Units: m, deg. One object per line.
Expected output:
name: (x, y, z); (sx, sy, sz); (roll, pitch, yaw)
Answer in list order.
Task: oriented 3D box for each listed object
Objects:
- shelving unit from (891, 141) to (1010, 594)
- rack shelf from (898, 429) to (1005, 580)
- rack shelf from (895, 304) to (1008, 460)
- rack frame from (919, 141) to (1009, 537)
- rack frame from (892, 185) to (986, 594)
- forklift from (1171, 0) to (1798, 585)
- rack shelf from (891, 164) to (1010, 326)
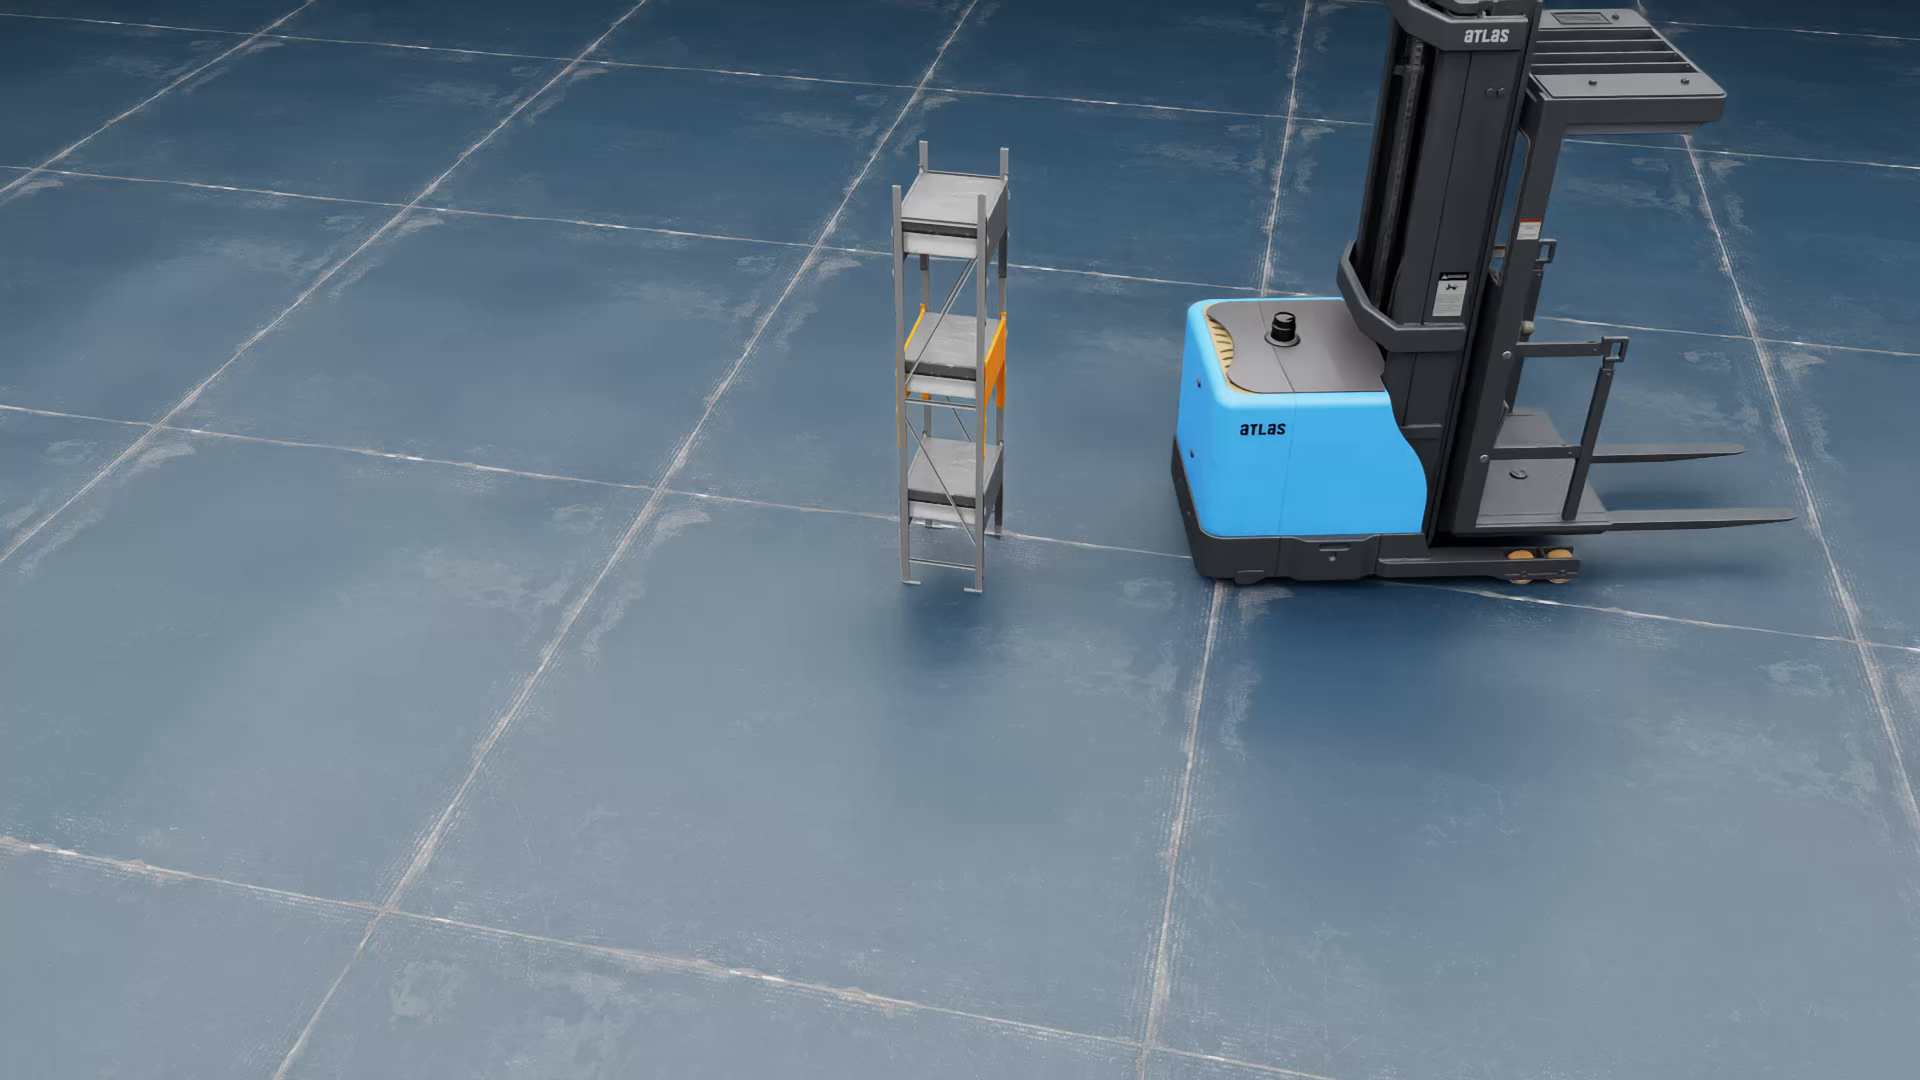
shelving unit: (-0.035, -0.755, 7.773); (0.431, 2.100, 0.503); (7, 37, 10)
rack shelf: (-0.035, -0.177, 8.192); (0.431, 0.518, 0.480); (7, 37, 10)
rack shelf: (-0.035, -0.744, 7.781); (0.431, 0.518, 0.480); (7, 37, 10)
rack frame: (0.017, -0.895, 7.966); (0.400, 2.100, 0.015); (7, 37, 10)
rack frame: (-0.087, -0.615, 7.580); (0.400, 2.100, 0.015); (7, 37, 10)
forklift: (2.659, -1.281, 7.790); (3.031, 2.935, 1.130); (-1, 36, -2)
rack shelf: (-0.035, -1.311, 7.370); (0.431, 0.518, 0.480); (7, 37, 10)
